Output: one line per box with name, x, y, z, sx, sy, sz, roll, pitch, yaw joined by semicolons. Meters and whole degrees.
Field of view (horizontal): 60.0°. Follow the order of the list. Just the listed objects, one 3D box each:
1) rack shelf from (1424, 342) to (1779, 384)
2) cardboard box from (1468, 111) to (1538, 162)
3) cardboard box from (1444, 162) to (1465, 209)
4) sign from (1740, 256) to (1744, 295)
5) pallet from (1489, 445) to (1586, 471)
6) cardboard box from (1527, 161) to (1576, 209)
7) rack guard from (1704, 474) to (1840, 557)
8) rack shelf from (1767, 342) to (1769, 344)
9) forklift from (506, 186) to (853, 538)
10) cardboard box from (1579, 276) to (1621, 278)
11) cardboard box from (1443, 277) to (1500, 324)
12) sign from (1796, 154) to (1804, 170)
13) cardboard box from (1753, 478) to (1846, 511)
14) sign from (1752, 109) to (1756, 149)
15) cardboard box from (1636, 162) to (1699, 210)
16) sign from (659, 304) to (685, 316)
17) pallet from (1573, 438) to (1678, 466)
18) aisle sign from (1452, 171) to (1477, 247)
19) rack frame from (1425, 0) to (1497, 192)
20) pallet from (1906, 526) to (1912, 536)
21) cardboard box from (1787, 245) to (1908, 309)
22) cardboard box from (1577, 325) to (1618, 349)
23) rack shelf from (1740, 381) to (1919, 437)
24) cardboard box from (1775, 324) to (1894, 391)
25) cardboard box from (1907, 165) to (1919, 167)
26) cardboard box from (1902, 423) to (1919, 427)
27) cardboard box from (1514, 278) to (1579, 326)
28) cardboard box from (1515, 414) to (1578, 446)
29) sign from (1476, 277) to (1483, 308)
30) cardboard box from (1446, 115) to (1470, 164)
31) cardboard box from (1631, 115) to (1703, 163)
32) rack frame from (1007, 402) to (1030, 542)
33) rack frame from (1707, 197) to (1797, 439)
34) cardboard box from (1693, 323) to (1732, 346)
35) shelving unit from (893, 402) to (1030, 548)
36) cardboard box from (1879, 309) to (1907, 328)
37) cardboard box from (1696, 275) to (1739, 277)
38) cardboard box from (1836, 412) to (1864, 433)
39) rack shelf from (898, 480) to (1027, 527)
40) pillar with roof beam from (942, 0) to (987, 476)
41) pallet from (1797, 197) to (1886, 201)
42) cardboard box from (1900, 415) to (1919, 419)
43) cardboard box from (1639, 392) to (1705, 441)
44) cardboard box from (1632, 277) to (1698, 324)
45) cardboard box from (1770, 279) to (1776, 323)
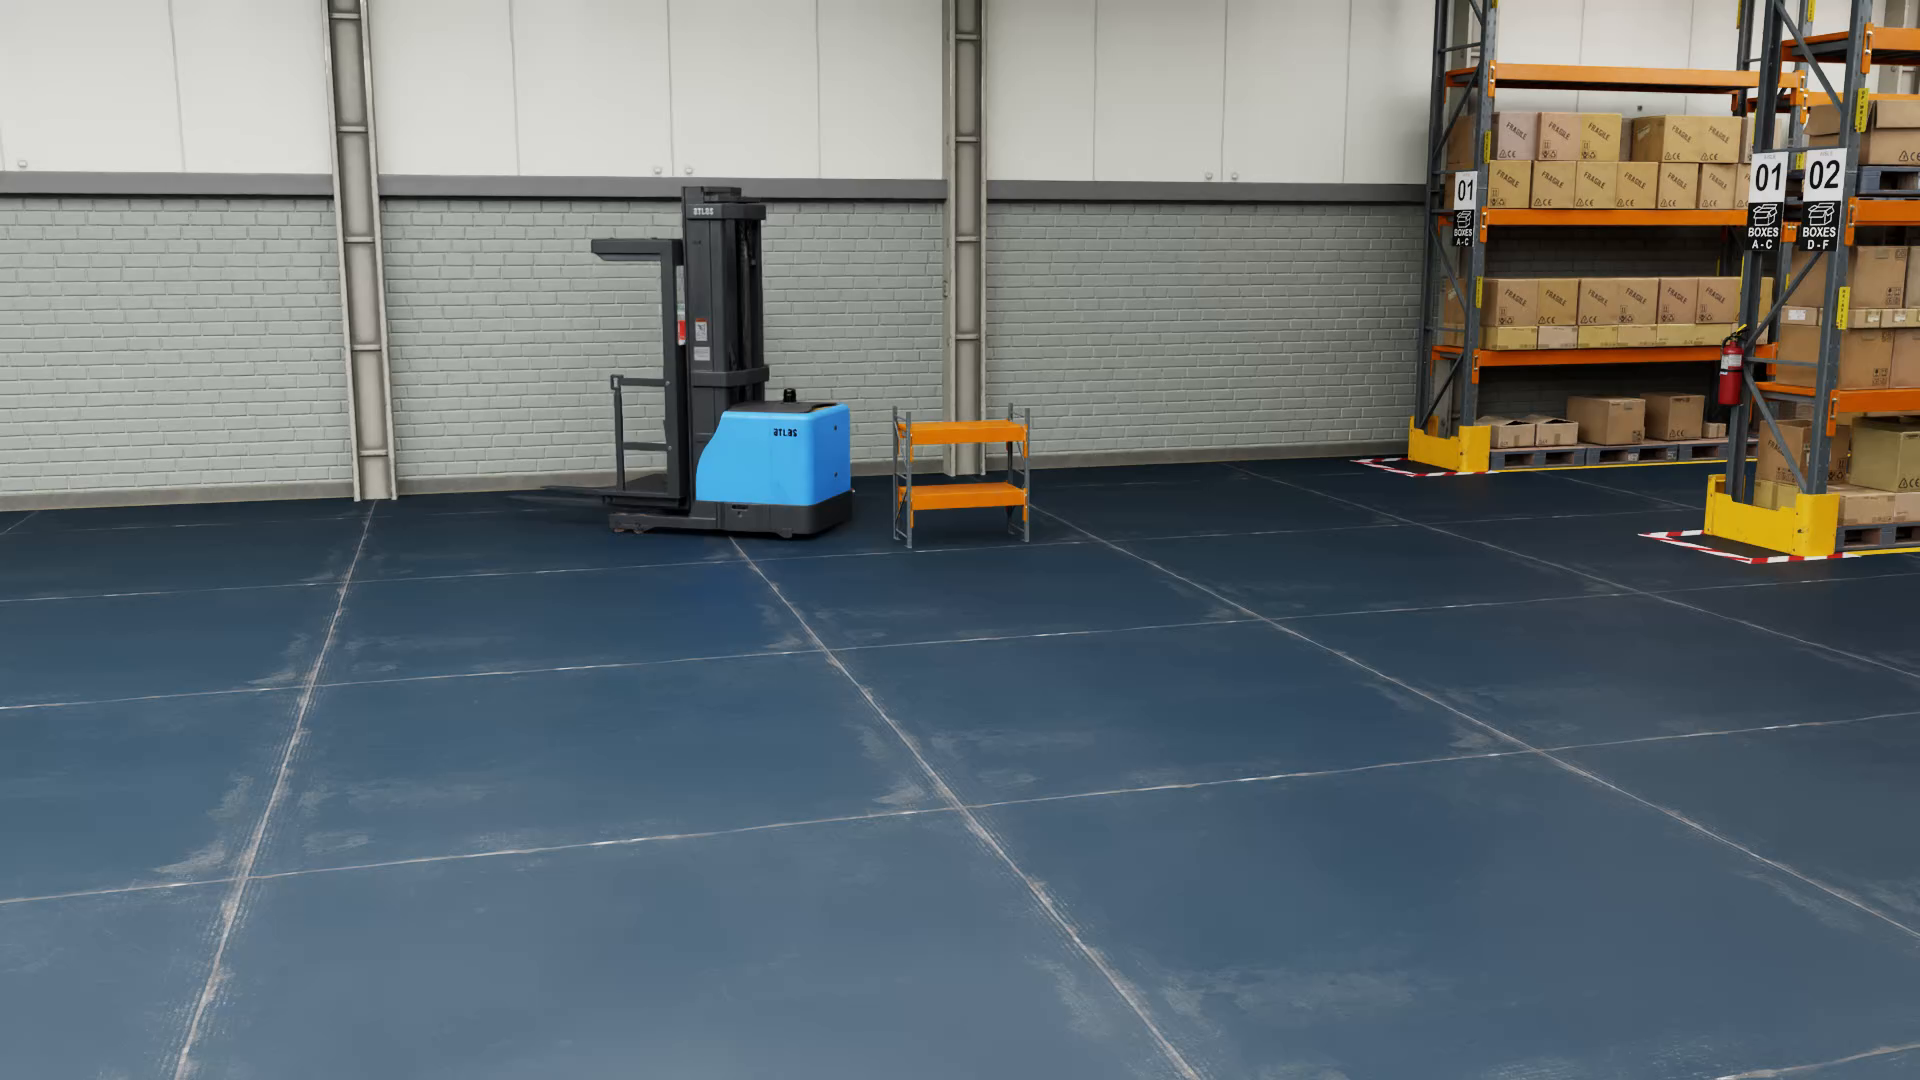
rack shelf;7.297;-2.057;18.924;4.000;0.370;1.077;-3;11;-16
cardboard box;5.814;-4.313;17.812;0.500;0.500;0.500;-4;11;-20
cardboard box;5.706;-3.909;18.380;0.500;0.500;0.500;-2;11;-12
sign;6.626;-2.230;14.022;0.005;0.325;0.100;-3;11;-16
pallet;6.239;-0.977;18.772;1.213;0.211;1.003;-3;11;-16
cardboard box;6.293;-3.839;17.996;0.500;0.500;0.500;-2;11;-12
rack guard;6.742;-0.218;13.852;0.348;0.500;1.175;-3;11;-16
rack shelf;11.137;-2.260;20.023;4.000;0.370;1.077;-3;11;-16
forklift;-2.532;-1.586;14.567;3.031;2.935;1.130;3;11;17
cardboard box;7.234;-2.752;18.997;0.500;0.500;0.500;-3;11;-15
cardboard box;5.770;-2.676;18.583;0.500;0.500;0.500;-3;11;-17
sign;9.376;-4.148;18.580;0.005;0.325;0.100;-3;11;-16
cardboard box;7.197;-0.382;14.269;0.500;0.250;0.500;-3;11;-16
sign;6.626;-3.416;13.804;0.005;0.325;0.100;-3;11;-16
cardboard box;7.791;-3.920;18.438;0.500;0.500;0.500;-3;11;-18
sign;-2.890;-2.340;16.912;0.331;0.109;0.001;-3;11;-16
pallet;7.409;-1.038;19.104;1.213;0.211;1.003;-3;11;-16
aisle sign;5.391;-3.533;17.770;0.004;0.787;0.394;-3;11;-16
rack frame;5.376;-5.260;17.766;0.127;3.000;1.000;-3;11;-16
pallet;8.656;-0.185;14.466;1.213;0.211;1.003;-3;11;-16
cardboard box;7.267;-2.160;13.636;0.500;0.500;0.700;-3;11;-16
cardboard box;6.919;-2.269;18.445;0.500;0.250;0.500;-3;11;-17
rack shelf;8.685;-1.196;14.247;4.000;0.370;1.077;-3;11;-16
cardboard box;7.216;-1.519;13.739;0.500;0.500;0.700;-3;11;-16
cardboard box;7.944;-3.105;13.489;0.250;0.149;0.380;-3;11;-16
cardboard box;8.298;-0.714;14.001;0.500;0.500;0.500;-3;11;-16
cardboard box;6.396;-2.610;18.226;0.500;0.500;0.500;-3;11;-16
cardboard box;6.613;-1.252;18.774;0.500;0.311;0.500;-2;11;-11
sign;5.528;-2.641;17.718;0.005;0.325;0.100;-3;11;-16
cardboard box;5.717;-4.403;18.301;0.500;0.500;0.500;-3;11;-13
cardboard box;7.790;-4.408;18.327;0.500;0.500;0.500;-3;11;-18
rack frame;0.495;-0.579;14.086;0.032;1.125;0.500;-3;11;-16
rack frame;9.217;-2.512;19.408;0.127;3.000;1.000;-3;11;-16
cardboard box;8.366;-2.348;18.874;0.500;0.250;0.500;-3;11;-16
shelving unit;0.006;-0.554;13.946;1.048;1.125;0.538;-3;11;-16
cardboard box;7.454;-1.813;13.544;0.250;0.149;0.380;-3;11;-17
cardboard box;8.707;-2.830;19.420;0.500;0.500;0.500;-3;11;-17
cardboard box;10.401;-1.574;20.002;0.500;0.500;0.700;-3;11;-17
rack shelf;0.006;-0.313;13.991;1.000;0.278;0.538;-3;11;-16
pillar with roof beam;1.249;-4.394;13.060;0.400;9.000;9.100;-3;11;-16
pallet;9.840;-3.908;19.223;1.003;0.211;1.213;-3;11;-16
cardboard box;8.633;-0.829;14.628;0.500;0.500;0.500;-3;11;-16
cardboard box;8.232;-1.440;19.272;0.500;0.500;0.500;-4;11;-20
cardboard box;7.885;-2.690;18.659;0.500;0.500;0.500;-3;11;-18
cardboard box;9.715;-2.798;19.467;0.500;0.500;0.700;-3;11;-16
